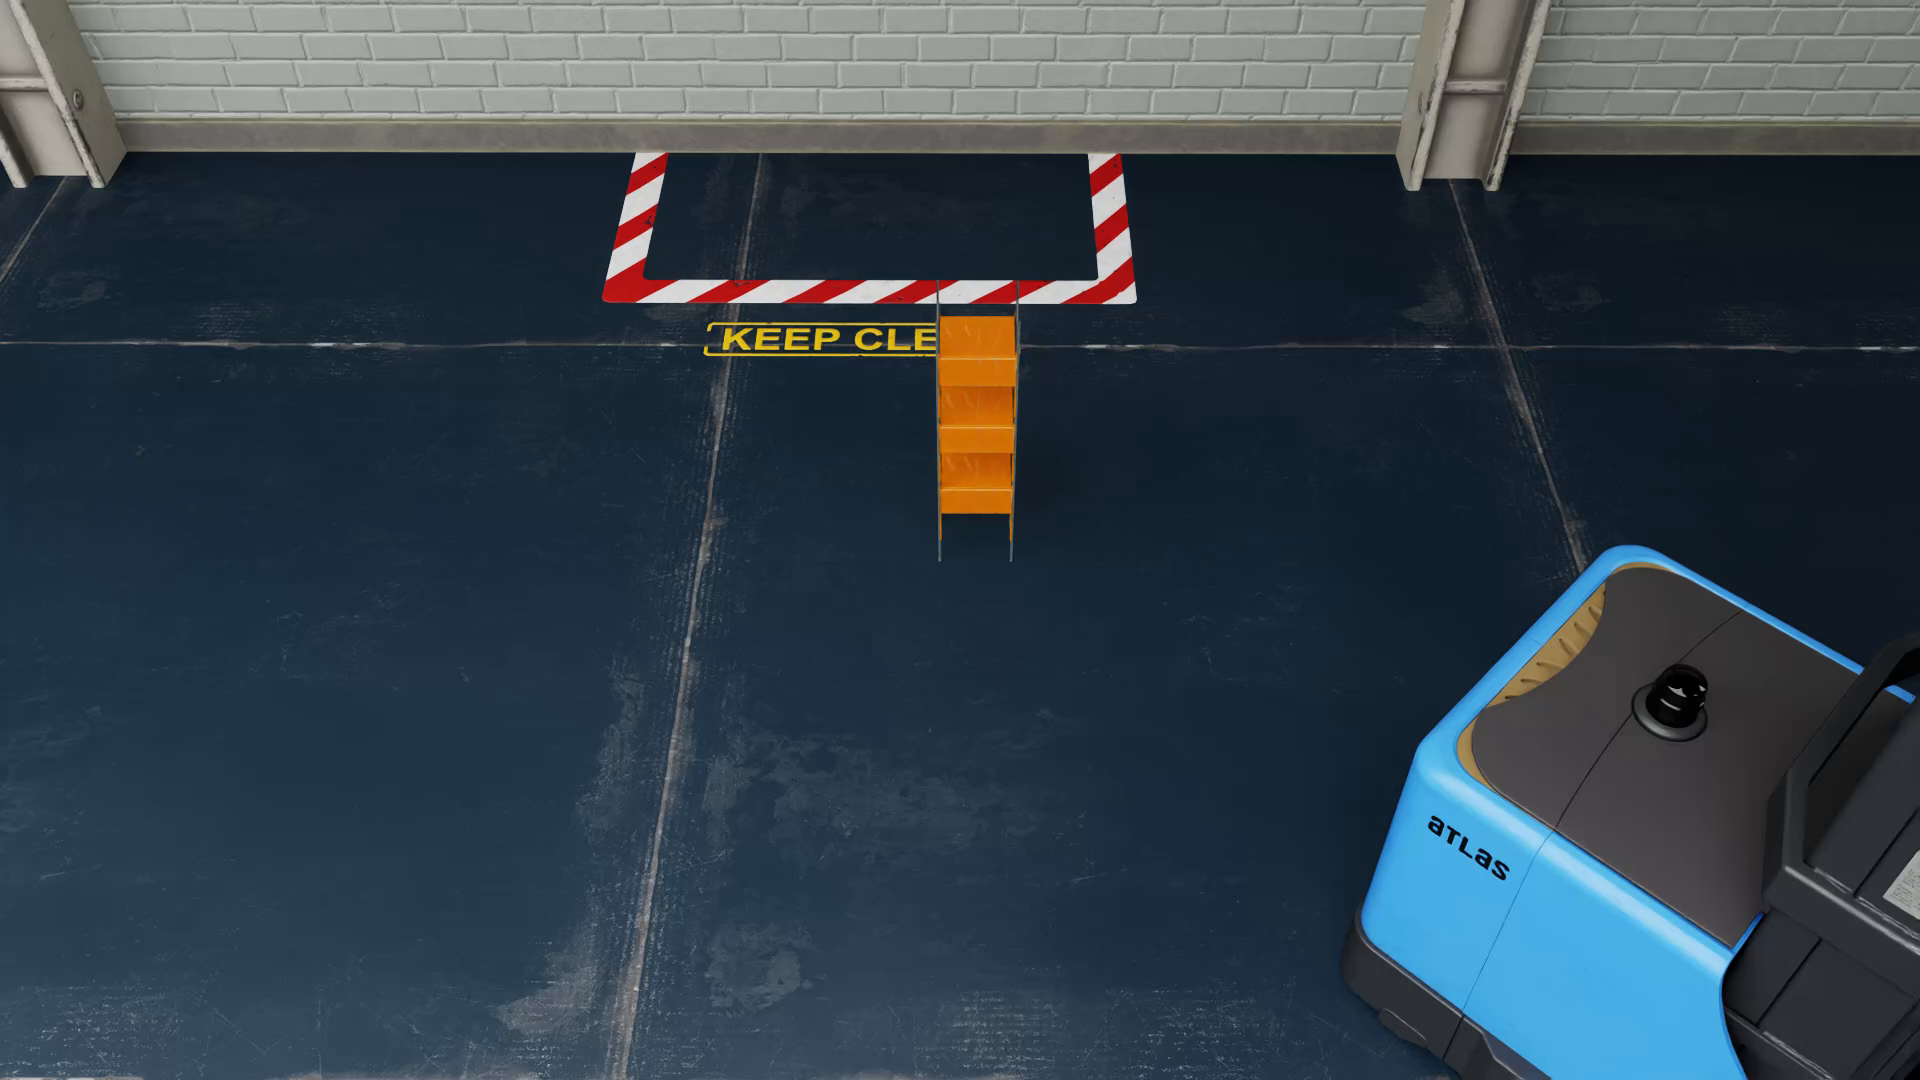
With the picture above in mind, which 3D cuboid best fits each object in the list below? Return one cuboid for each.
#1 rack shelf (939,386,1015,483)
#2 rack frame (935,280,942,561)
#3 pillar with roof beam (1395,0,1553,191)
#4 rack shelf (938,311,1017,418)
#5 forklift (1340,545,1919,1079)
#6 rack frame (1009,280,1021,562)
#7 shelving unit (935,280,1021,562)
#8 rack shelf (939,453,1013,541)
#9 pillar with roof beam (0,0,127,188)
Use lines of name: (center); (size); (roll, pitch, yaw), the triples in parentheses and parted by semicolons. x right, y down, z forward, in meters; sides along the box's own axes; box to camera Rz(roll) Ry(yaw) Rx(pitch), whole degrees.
rack shelf: (0.054, -0.350, 5.373); (0.240, 0.259, 0.215); (0, 47, 0)
rack frame: (-0.068, -0.358, 5.366); (0.008, 1.050, 0.200); (0, 47, 0)
pillar with roof beam: (2.104, -1.530, 1.026); (0.400, 9.000, 9.100); (0, 47, 0)
rack shelf: (0.054, -0.544, 5.166); (0.240, 0.259, 0.215); (0, 47, 0)
forklift: (2.449, 0.725, 3.073); (3.031, 2.935, 1.130); (35, 56, 28)
rack frame: (0.176, -0.357, 5.365); (0.008, 1.050, 0.200); (0, 47, 0)
shelving unit: (0.054, -0.358, 5.366); (0.252, 1.050, 0.215); (0, 47, 0)
rack shelf: (0.054, -0.161, 5.577); (0.240, 0.259, 0.215); (0, 47, 0)
pillar with roof beam: (-3.896, -1.546, 1.042); (0.400, 9.000, 9.100); (0, 47, 0)
